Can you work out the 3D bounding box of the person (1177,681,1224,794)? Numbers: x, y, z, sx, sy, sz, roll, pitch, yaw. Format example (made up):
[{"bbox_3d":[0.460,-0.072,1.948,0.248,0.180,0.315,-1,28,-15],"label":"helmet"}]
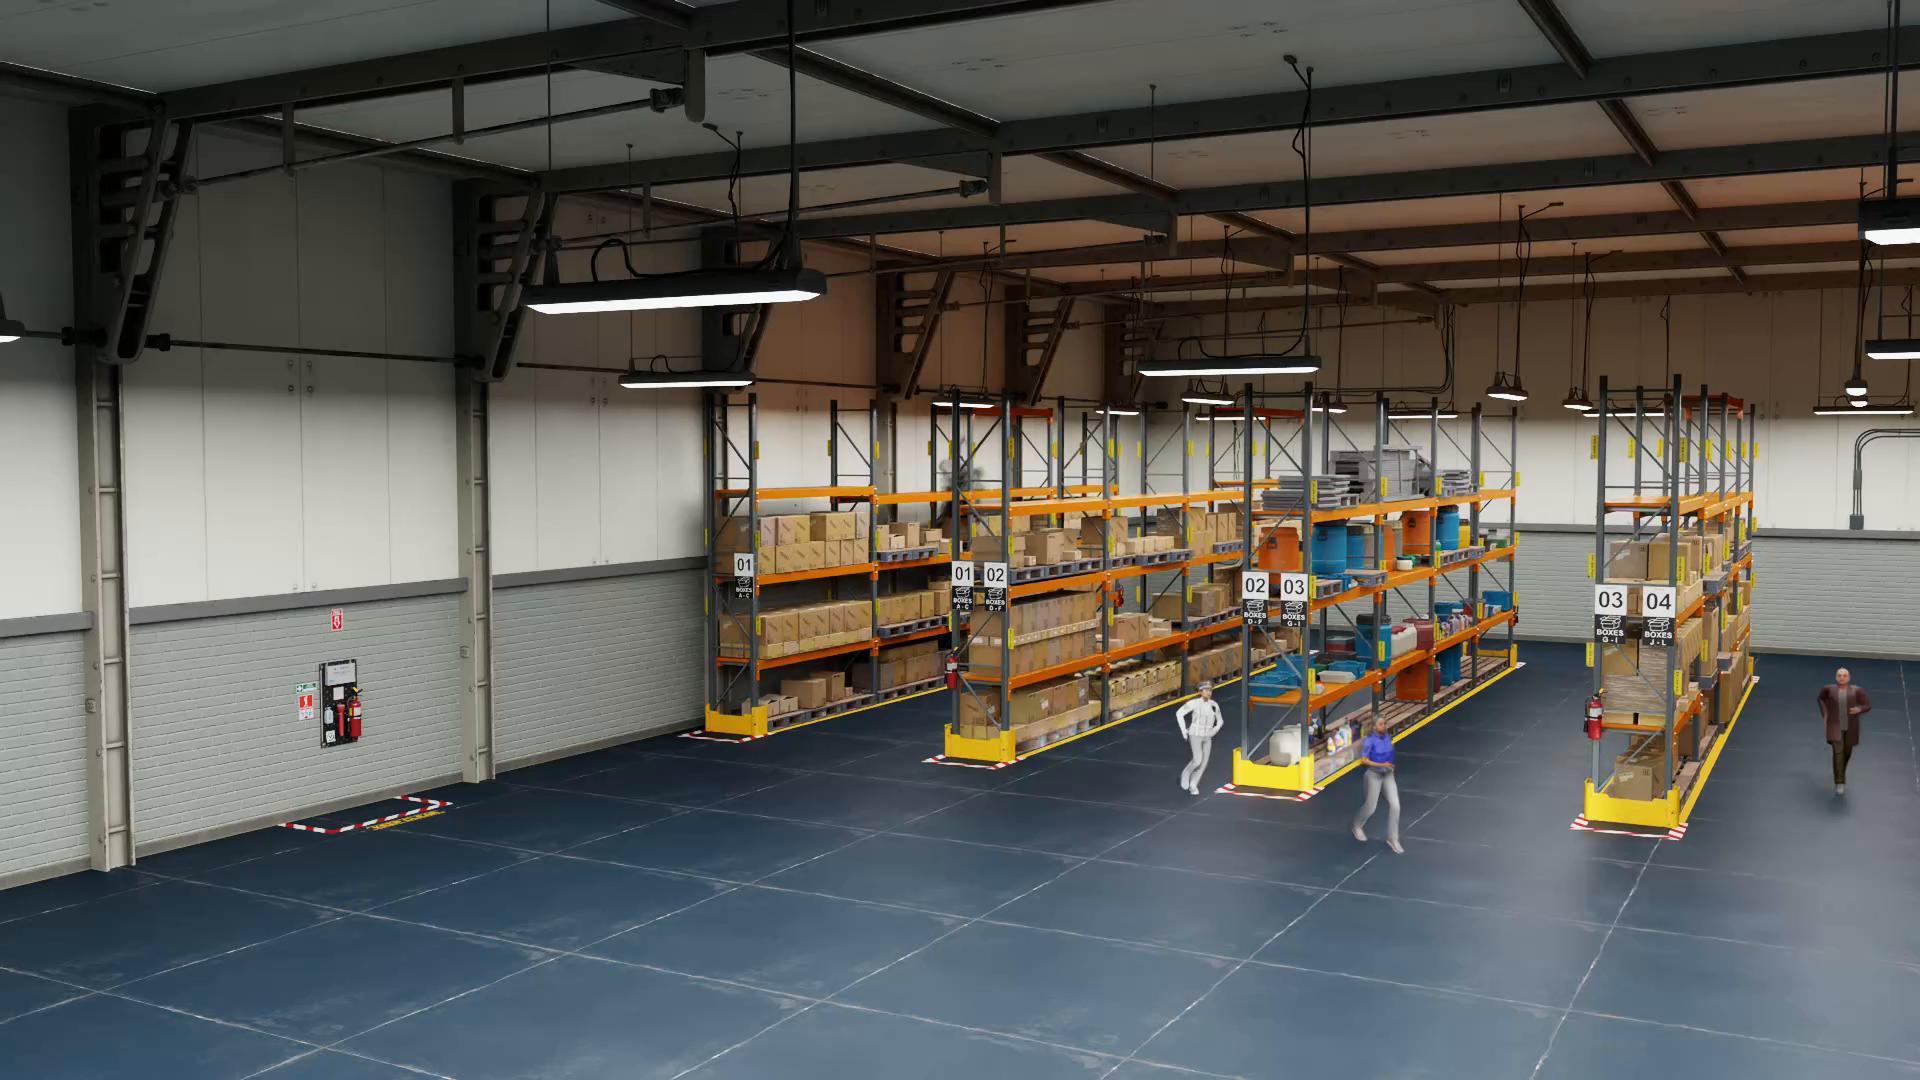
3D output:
[{"bbox_3d":[3.539,2.872,24.251,0.657,1.649,0.482,-1,3,-19],"label":"person"}]

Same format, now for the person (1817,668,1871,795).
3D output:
[{"bbox_3d":[13.015,2.786,24.491,0.683,1.804,0.988,1,3,23],"label":"person"}]

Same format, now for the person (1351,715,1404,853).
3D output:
[{"bbox_3d":[5.261,3.054,20.960,0.581,1.694,0.832,-1,3,-25],"label":"person"}]
